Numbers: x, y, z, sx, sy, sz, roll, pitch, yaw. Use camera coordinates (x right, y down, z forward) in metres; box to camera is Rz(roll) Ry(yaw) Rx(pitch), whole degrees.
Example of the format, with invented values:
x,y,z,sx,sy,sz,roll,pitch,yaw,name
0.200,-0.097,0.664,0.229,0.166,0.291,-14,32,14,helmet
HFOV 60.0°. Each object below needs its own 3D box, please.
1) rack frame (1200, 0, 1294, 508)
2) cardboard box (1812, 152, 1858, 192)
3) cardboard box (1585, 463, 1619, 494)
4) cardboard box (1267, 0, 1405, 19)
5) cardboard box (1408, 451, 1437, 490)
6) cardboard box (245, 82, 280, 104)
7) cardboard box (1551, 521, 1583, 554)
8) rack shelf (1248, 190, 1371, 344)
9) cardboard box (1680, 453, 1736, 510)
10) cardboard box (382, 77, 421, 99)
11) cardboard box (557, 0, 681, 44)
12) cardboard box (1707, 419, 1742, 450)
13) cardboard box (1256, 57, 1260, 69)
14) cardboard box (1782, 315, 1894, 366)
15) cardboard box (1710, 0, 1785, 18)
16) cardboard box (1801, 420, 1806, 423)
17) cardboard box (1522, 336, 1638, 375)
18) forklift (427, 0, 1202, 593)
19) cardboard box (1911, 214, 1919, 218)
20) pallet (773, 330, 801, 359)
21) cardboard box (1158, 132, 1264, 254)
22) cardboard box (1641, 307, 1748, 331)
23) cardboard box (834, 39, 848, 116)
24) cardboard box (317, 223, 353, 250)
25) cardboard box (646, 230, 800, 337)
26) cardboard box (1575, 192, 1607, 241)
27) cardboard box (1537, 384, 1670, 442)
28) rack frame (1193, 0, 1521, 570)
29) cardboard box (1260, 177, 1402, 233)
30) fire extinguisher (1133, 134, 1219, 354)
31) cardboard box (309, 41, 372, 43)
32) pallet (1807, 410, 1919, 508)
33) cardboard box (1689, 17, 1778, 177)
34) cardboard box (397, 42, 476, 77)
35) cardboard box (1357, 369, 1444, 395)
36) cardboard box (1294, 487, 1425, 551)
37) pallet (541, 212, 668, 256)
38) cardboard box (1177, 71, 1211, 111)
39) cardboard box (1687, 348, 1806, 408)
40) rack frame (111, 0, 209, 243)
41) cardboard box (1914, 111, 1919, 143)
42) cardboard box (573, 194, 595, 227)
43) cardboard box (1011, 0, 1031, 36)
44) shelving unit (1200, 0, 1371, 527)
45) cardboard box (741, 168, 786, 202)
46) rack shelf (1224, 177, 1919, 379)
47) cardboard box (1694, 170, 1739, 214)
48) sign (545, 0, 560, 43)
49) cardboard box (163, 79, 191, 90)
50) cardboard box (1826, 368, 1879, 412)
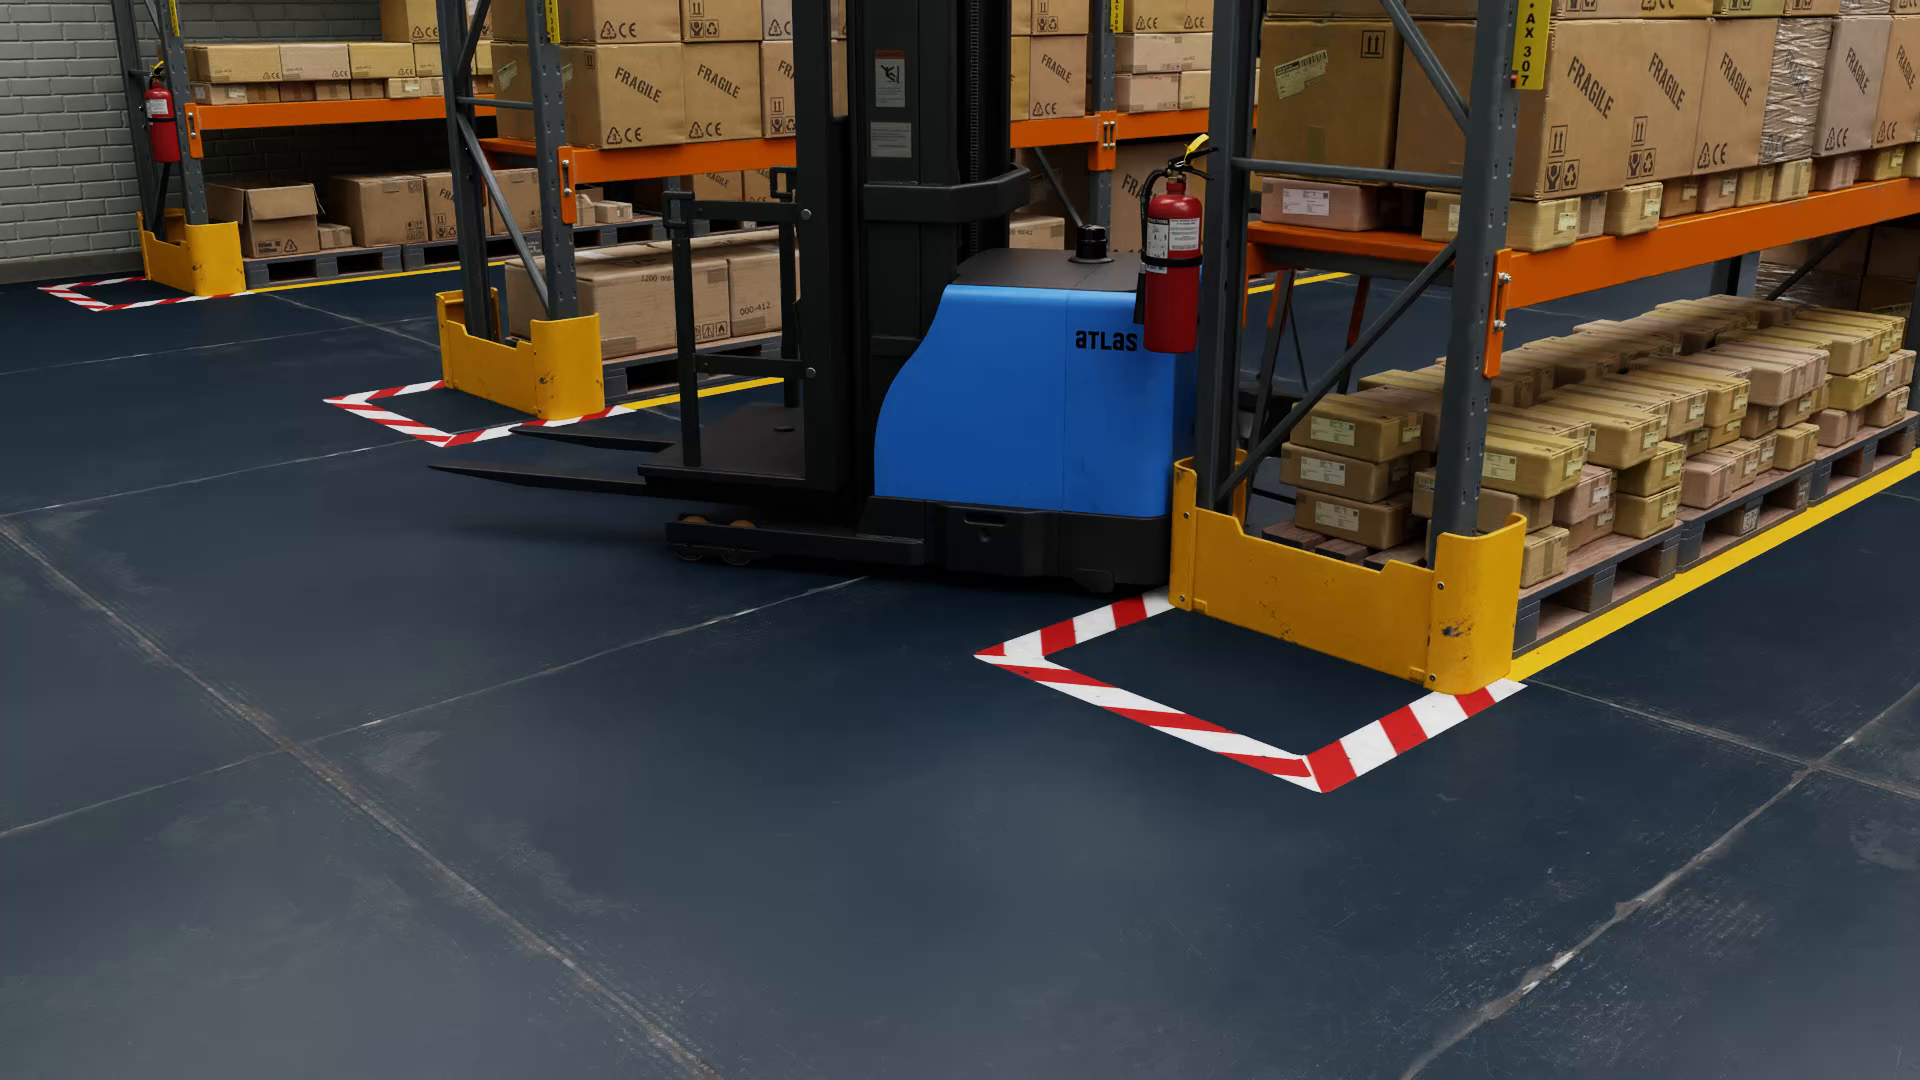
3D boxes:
x,y,z,sx,sy,sz,roll,pitch,yaw,name
1.041,-1.041,5.967,0.015,2.100,0.400,0,14,-44,rack frame
3.304,-1.478,6.587,0.380,0.149,0.250,17,24,41,cardboard box
2.085,-0.254,5.864,0.250,0.149,0.380,-16,24,-40,cardboard box
1.335,-1.916,5.265,0.500,0.500,0.500,-17,24,-42,cardboard box
1.587,-0.303,6.014,0.250,0.149,0.380,-17,25,-42,cardboard box
-5.134,-3.251,12.055,0.250,0.149,0.380,-15,24,-39,cardboard box
1.908,-0.055,5.733,0.250,0.149,0.380,-16,24,-41,cardboard box
1.213,-1.029,6.140,0.480,0.518,0.431,0,14,-44,rack shelf
2.705,-0.248,6.326,0.380,0.149,0.250,16,24,41,cardboard box
-4.317,-3.448,12.664,0.380,0.149,0.250,17,25,42,cardboard box
-1.757,-2.747,8.312,0.500,0.500,0.500,-17,25,-42,cardboard box
2.845,-0.483,6.572,0.250,0.149,0.380,-15,23,-38,cardboard box
1.863,-3.448,11.689,0.500,0.250,0.500,-16,24,-40,cardboard box
3.841,-0.876,7.300,0.250,0.149,0.380,-16,24,-40,cardboard box
2.437,-2.012,5.562,0.500,0.500,0.500,-17,25,-42,cardboard box
3.360,-0.495,7.089,0.250,0.149,0.380,-17,25,-42,cardboard box
2.534,-0.721,6.821,0.250,0.149,0.380,-16,24,-41,cardboard box
-0.597,-1.448,6.200,3.031,2.935,1.130,5,19,16,forklift
5.183,-1.524,8.478,0.500,0.250,0.500,-15,23,-39,cardboard box
-0.888,-1.304,10.165,1.213,0.211,1.003,-16,24,-41,pallet
1.652,-2.565,12.298,0.875,0.875,0.875,-15,23,-39,cardboard box
3.296,-0.936,7.486,0.250,0.149,0.380,-17,24,-42,cardboard box
-0.672,-2.598,9.473,0.500,0.500,0.500,-15,23,-39,cardboard box
-4.869,-2.331,12.753,0.380,0.149,0.250,17,24,42,cardboard box
-1.231,-1.525,9.799,0.875,0.438,0.875,-15,24,-39,cardboard box
1.790,-1.037,5.228,0.250,0.149,0.380,-15,23,-39,cardboard box
2.299,-0.441,5.959,0.380,0.149,0.250,16,24,41,cardboard box
1.173,-1.098,5.009,0.127,3.000,1.000,-16,24,-41,rack frame
1.216,-1.111,5.456,0.250,0.149,0.380,-16,24,-41,cardboard box
0.673,-0.934,5.233,0.183,0.674,0.296,-16,24,-41,fire extinguisher
-4.824,-3.738,12.911,0.500,0.250,0.500,-15,23,-39,cardboard box
3.616,-0.469,7.590,1.213,0.211,1.003,-16,24,-41,pallet
2.425,-1.541,5.729,0.500,0.500,0.500,-16,24,-40,cardboard box
-4.110,-3.732,12.893,0.500,0.250,0.500,-17,25,-42,cardboard box
1.707,-0.518,6.195,0.250,0.149,0.380,-17,25,-42,cardboard box
1.412,-0.100,5.872,0.250,0.149,0.380,-16,24,-40,cardboard box
-3.308,-2.674,14.389,1.213,0.211,1.003,-16,24,-41,pallet
1.481,-3.107,11.446,0.500,0.250,0.500,-17,25,-42,cardboard box
3.103,-0.646,6.591,0.380,0.149,0.250,17,24,42,cardboard box
-5.714,-3.298,11.793,0.127,3.000,1.000,-16,24,-41,rack frame
3.922,-1.969,7.051,0.500,0.500,0.500,-16,24,-41,cardboard box
-3.270,-2.785,13.964,0.258,0.266,0.396,-15,23,-39,cardboard box
0.078,-3.290,9.984,0.500,0.500,0.500,-17,24,-42,cardboard box
1.215,-1.042,6.138,0.503,2.100,0.431,0,14,-44,shelving unit
-1.922,-3.323,15.243,0.500,0.500,0.500,-17,24,-42,cardboard box
2.626,-1.180,6.427,4.000,0.370,1.077,-16,24,-41,rack shelf
2.529,-1.266,5.933,0.250,0.149,0.380,-17,24,-42,cardboard box
-1.924,-2.510,7.831,0.005,0.325,0.100,-16,24,-41,sign
-5.658,-3.309,12.234,0.250,0.149,0.380,-17,24,-41,cardboard box
3.698,-0.672,7.154,0.380,0.149,0.250,17,24,42,cardboard box
